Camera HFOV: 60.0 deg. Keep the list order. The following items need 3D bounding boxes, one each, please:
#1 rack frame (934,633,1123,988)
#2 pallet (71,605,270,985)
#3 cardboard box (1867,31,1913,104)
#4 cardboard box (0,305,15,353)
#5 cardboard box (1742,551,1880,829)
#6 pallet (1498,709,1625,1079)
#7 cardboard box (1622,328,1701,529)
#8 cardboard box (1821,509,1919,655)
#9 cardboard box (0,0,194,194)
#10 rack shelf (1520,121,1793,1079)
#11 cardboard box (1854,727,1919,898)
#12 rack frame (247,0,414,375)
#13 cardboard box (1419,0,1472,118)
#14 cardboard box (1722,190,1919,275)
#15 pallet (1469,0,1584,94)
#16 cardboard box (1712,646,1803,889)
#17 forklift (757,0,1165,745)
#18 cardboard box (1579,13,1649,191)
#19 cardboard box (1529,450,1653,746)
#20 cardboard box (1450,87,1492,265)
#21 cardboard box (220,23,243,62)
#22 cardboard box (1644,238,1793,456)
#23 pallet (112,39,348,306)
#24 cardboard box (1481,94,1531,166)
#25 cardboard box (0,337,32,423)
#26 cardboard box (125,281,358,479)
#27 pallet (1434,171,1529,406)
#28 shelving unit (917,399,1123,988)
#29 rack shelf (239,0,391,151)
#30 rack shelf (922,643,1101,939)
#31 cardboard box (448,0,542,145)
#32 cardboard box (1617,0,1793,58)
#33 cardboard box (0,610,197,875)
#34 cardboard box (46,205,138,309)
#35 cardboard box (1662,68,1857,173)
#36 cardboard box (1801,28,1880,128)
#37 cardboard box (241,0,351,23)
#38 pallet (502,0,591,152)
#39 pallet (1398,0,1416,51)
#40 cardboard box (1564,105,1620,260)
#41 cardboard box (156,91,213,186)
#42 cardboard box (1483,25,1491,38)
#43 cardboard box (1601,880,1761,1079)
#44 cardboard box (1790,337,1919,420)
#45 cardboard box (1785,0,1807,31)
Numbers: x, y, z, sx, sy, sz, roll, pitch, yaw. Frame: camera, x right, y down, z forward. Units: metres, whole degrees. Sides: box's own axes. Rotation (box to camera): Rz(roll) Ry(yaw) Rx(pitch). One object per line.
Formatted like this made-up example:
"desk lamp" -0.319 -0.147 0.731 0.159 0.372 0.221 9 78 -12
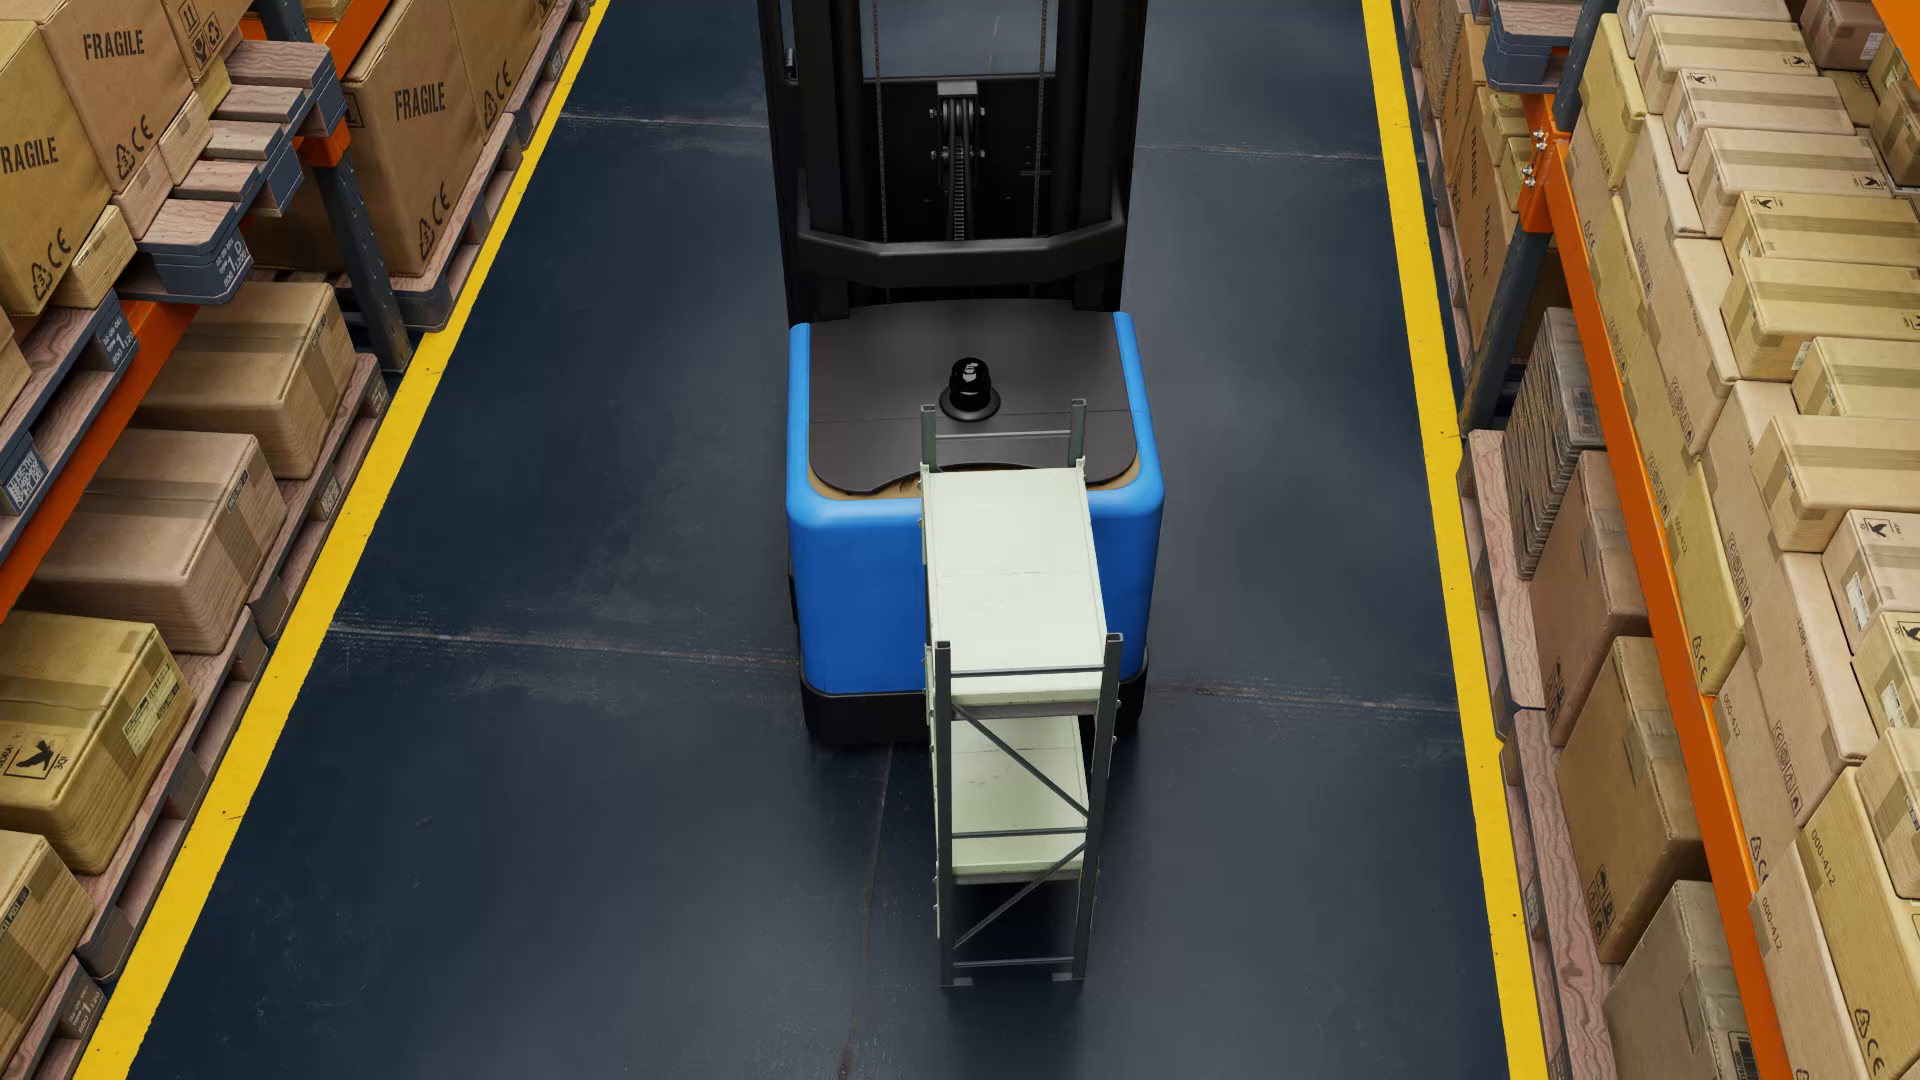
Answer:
"rack frame" 0.146 0.720 4.075 0.400 1.500 0.023 -2 48 -2
"pallet" -2.794 0.691 4.975 1.003 0.211 1.213 4 48 4
"cardboard box" 2.595 -1.188 4.296 0.380 0.149 0.250 5 48 5
"cardboard box" -2.504 -0.489 3.611 0.500 0.500 0.500 2 48 2
"cardboard box" 1.854 0.302 3.204 0.500 0.250 0.500 5 48 4
"pallet" 2.108 1.050 4.647 1.003 0.211 1.213 4 48 4
"cardboard box" 1.962 -0.279 4.074 0.500 0.250 0.500 2 48 2
"cardboard box" 1.869 0.092 3.126 0.380 0.149 0.250 4 48 4
"cardboard box" -2.408 -1.261 4.317 0.500 0.500 0.500 3 48 3
"rack shelf" 2.154 0.325 3.908 1.077 0.370 4.000 4 48 4
"cardboard box" 1.754 0.464 2.786 0.380 0.149 0.250 3 48 2
"rack frame" -2.607 -1.719 5.289 1.000 3.000 0.127 4 48 4
"cardboard box" 2.290 -2.146 7.089 0.500 0.500 0.500 2 48 2
"cardboard box" 1.988 -0.659 3.813 0.380 0.149 0.250 4 48 4
"pallet" 2.328 -1.826 5.517 1.213 0.211 1.003 4 48 4
"cardboard box" 1.873 0.482 3.378 0.500 0.250 0.500 4 48 4
"forklift" -0.035 -1.448 5.088 1.130 2.935 3.031 -2 48 -2
"cardboard box" 2.027 -1.198 4.576 0.500 0.250 0.500 4 48 3
"cardboard box" 2.214 0.210 4.850 0.875 0.625 0.625 5 48 5
"cardboard box" 2.217 -1.378 6.387 0.500 0.500 0.500 3 48 3
"cardboard box" -2.403 -1.519 4.992 0.380 0.149 0.250 5 48 5
"cardboard box" 1.940 -0.445 3.887 0.500 0.250 0.500 3 48 3
"pallet" -2.566 -1.123 4.874 1.213 0.211 1.003 4 48 4
"cardboard box" 2.123 -1.487 6.047 0.380 0.149 0.250 2 48 2
"cardboard box" -2.465 -0.375 3.946 0.380 0.149 0.250 2 48 2
"cardboard box" -2.669 -0.559 5.725 0.950 0.372 0.625 1 48 1
"pallet" 2.442 -0.993 6.515 1.003 0.211 1.213 4 48 4
"shelving unit" 0.126 0.450 4.322 0.431 1.500 0.755 -2 48 -2
"rack shelf" -2.425 -2.946 6.899 1.077 0.370 4.000 4 48 4
"rack shelf" 0.126 0.670 4.562 0.431 0.370 0.720 -2 48 -2
"cardboard box" -2.376 -2.300 6.977 0.875 0.875 0.875 4 48 4
"cardboard box" 2.014 -1.426 4.514 0.380 0.149 0.250 5 48 5
"cardboard box" -2.803 0.541 4.719 0.950 0.372 0.625 5 48 5
"cardboard box" -2.376 -0.741 4.281 0.380 0.149 0.250 5 48 4
"cardboard box" 1.993 -1.039 4.160 0.380 0.149 0.250 5 48 5
"cardboard box" 2.572 -1.157 4.538 0.500 0.250 0.500 5 48 4
"cardboard box" -2.312 -2.011 5.658 0.500 0.250 0.500 3 48 3
"pallet" -2.347 -2.246 7.661 1.003 0.211 1.213 4 48 4
"pallet" 2.664 -2.785 8.155 1.003 0.211 1.213 4 48 4
"cardboard box" 2.052 -1.027 4.758 0.500 0.250 0.500 4 48 4
"cardboard box" -2.334 -1.129 4.635 0.380 0.149 0.250 4 48 3
"cardboard box" 2.282 -2.052 6.564 0.380 0.149 0.250 3 48 3
"cardboard box" 2.086 1.258 3.892 0.875 0.625 0.625 3 48 3
"cardboard box" 1.979 -0.279 3.465 0.380 0.149 0.250 4 48 4
"cardboard box" 2.539 -1.931 5.131 0.500 0.500 0.500 6 48 5
